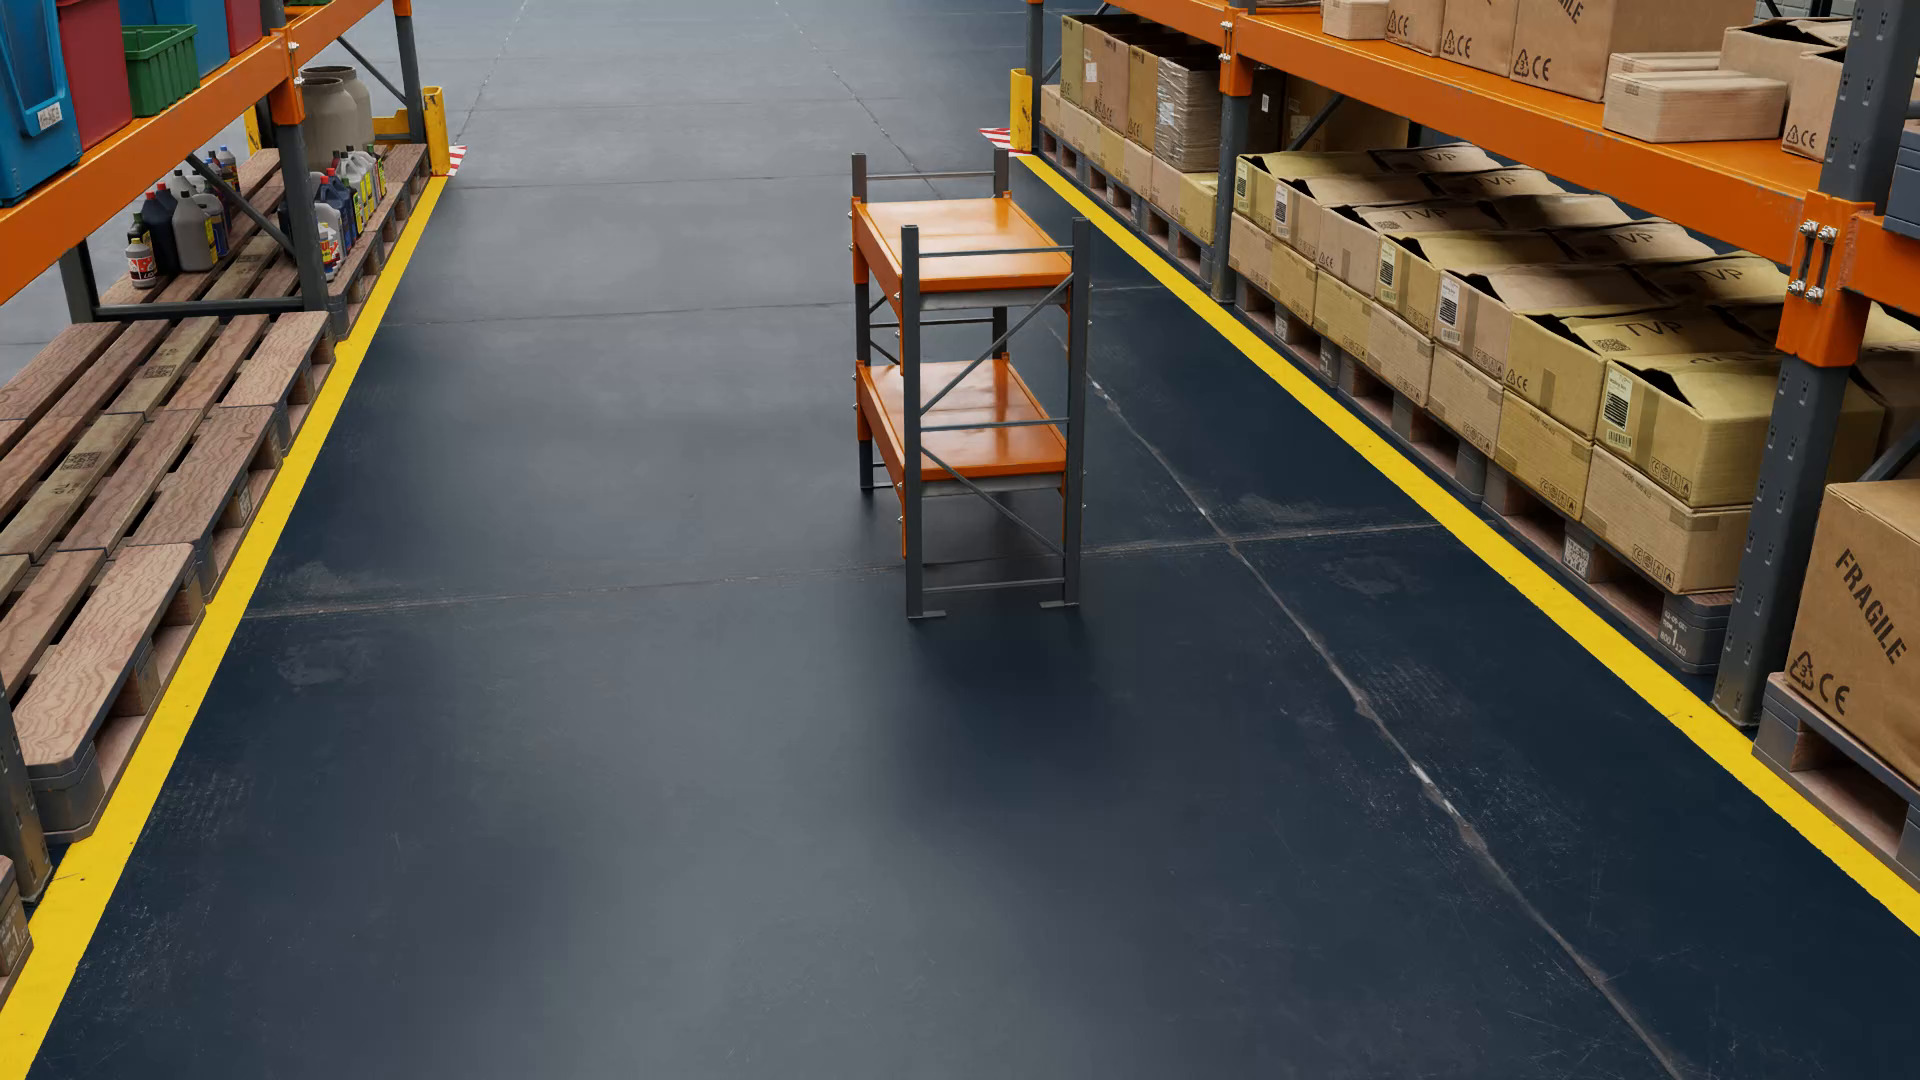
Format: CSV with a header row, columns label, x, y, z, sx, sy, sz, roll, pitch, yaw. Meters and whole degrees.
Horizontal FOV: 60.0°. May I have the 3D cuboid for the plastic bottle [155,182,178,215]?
label,x,y,z,sx,sy,sz,roll,pitch,yaw
plastic bottle,-3.619,-1.462,7.610,0.144,0.351,0.185,-6,24,-12

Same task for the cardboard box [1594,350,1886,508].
label,x,y,z,sx,sy,sz,roll,pitch,yaw
cardboard box,2.088,-0.336,4.482,0.500,0.311,0.500,-4,24,-8

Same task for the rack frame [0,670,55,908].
label,x,y,z,sx,sy,sz,roll,pitch,yaw
rack frame,-2.442,-0.594,2.861,1.000,3.000,0.127,-4,24,-10

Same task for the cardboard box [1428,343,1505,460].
label,x,y,z,sx,sy,sz,roll,pitch,yaw
cardboard box,1.901,-0.481,5.513,0.500,0.250,0.500,-4,24,-9

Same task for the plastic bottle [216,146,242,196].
label,x,y,z,sx,sy,sz,roll,pitch,yaw
plastic bottle,-3.892,-1.955,8.839,0.097,0.271,0.097,0,24,0

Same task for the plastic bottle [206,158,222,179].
label,x,y,z,sx,sy,sz,roll,pitch,yaw
plastic bottle,-3.829,-1.821,8.530,0.097,0.271,0.097,0,24,0

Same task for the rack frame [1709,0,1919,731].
label,x,y,z,sx,sy,sz,roll,pitch,yaw
rack frame,2.427,-0.959,3.697,1.000,3.000,0.127,-4,24,-10

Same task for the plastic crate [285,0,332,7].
label,x,y,z,sx,sy,sz,roll,pitch,yaw
plastic crate,-3.155,-2.625,7.777,0.450,0.188,0.662,-4,24,-10

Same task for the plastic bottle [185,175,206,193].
label,x,y,z,sx,sy,sz,roll,pitch,yaw
plastic bottle,-3.705,-1.619,8.063,0.152,0.276,0.135,-4,24,-9

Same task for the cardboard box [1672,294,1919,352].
label,x,y,z,sx,sy,sz,roll,pitch,yaw
cardboard box,2.513,-0.582,5.045,0.500,0.311,0.500,-5,24,-11

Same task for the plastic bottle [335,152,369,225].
label,x,y,z,sx,sy,sz,roll,pitch,yaw
plastic bottle,-3.036,-1.744,8.256,0.144,0.351,0.185,-4,24,-10

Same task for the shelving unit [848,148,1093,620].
label,x,y,z,sx,sy,sz,roll,pitch,yaw
shelving unit,0.001,-0.513,5.019,0.538,1.125,1.048,-4,24,-10

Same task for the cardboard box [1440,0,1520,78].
label,x,y,z,sx,sy,sz,roll,pitch,yaw
cardboard box,2.003,-1.870,5.660,0.500,0.500,0.500,-4,24,-10

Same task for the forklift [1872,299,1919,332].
label,x,y,z,sx,sy,sz,roll,pitch,yaw
forklift,4.652,-1.740,5.572,1.130,2.935,3.031,-5,24,-11

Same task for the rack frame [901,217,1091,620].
label,x,y,z,sx,sy,sz,roll,pitch,yaw
rack frame,0.095,-0.313,4.561,0.500,1.125,0.032,-4,24,-10

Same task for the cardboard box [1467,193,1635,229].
label,x,y,z,sx,sy,sz,roll,pitch,yaw
cardboard box,2.236,-1.183,6.420,0.500,0.311,0.500,-4,24,-10

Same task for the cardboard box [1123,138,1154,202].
label,x,y,z,sx,sy,sz,roll,pitch,yaw
cardboard box,1.197,-2.024,9.047,0.500,0.250,0.500,-4,24,-10

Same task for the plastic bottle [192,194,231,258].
label,x,y,z,sx,sy,sz,roll,pitch,yaw
plastic bottle,-3.478,-1.449,7.673,0.152,0.276,0.135,-4,24,-10

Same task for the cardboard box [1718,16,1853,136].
label,x,y,z,sx,sy,sz,roll,pitch,yaw
cardboard box,2.452,-1.284,4.554,0.500,0.311,0.500,-5,24,-10

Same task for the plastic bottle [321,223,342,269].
label,x,y,z,sx,sy,sz,roll,pitch,yaw
plastic bottle,-2.847,-1.324,7.480,0.097,0.201,0.097,0,24,0

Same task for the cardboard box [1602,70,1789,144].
label,x,y,z,sx,sy,sz,roll,pitch,yaw
cardboard box,1.989,-1.177,4.511,0.380,0.149,0.250,-4,24,-10

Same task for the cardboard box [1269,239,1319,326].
label,x,y,z,sx,sy,sz,roll,pitch,yaw
cardboard box,1.611,-1.086,6.900,0.500,0.250,0.500,-4,24,-8

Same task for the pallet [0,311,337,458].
label,x,y,z,sx,sy,sz,roll,pitch,yaw
pallet,-2.998,-0.583,6.321,1.003,0.211,1.213,-4,24,-10

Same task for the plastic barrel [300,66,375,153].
label,x,y,z,sx,sy,sz,roll,pitch,yaw
plastic barrel,-3.724,-2.539,9.900,0.421,0.512,0.421,0,24,0

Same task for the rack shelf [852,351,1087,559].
label,x,y,z,sx,sy,sz,roll,pitch,yaw
rack shelf,0.001,-0.289,5.117,0.538,0.278,1.000,-4,24,-10

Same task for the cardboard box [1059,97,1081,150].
label,x,y,z,sx,sy,sz,roll,pitch,yaw
cardboard box,0.924,-2.614,10.398,0.500,0.250,0.500,-4,24,-10

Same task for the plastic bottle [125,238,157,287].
label,x,y,z,sx,sy,sz,roll,pitch,yaw
plastic bottle,-3.555,-1.206,7.210,0.097,0.201,0.097,0,24,0

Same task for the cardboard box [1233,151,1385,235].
label,x,y,z,sx,sy,sz,roll,pitch,yaw
cardboard box,1.519,-1.541,7.240,0.500,0.311,0.500,-4,24,-10

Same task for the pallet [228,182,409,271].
label,x,y,z,sx,sy,sz,roll,pitch,yaw
pallet,-3.494,-1.637,8.735,1.003,0.211,1.213,-4,24,-10

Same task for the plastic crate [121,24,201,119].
label,x,y,z,sx,sy,sz,roll,pitch,yaw
plastic crate,-2.582,-1.406,4.986,0.450,0.188,0.662,-4,24,-10

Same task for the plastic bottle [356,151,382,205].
label,x,y,z,sx,sy,sz,roll,pitch,yaw
plastic bottle,-3.131,-1.903,8.712,0.152,0.276,0.135,-4,24,-9

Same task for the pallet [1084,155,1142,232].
label,x,y,z,sx,sy,sz,roll,pitch,yaw
pallet,1.352,-2.051,9.682,1.003,0.211,1.213,-4,24,-10

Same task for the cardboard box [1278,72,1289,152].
label,x,y,z,sx,sy,sz,roll,pitch,yaw
cardboard box,1.809,-2.210,8.536,0.500,0.500,0.500,-4,24,-10

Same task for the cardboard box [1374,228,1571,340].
label,x,y,z,sx,sy,sz,roll,pitch,yaw
cardboard box,1.804,-0.936,5.855,0.500,0.311,0.500,-4,24,-8

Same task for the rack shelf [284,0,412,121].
label,x,y,z,sx,sy,sz,roll,pitch,yaw
rack shelf,-3.551,-2.624,8.409,1.077,0.370,4.000,-4,24,-10

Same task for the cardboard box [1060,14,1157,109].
label,x,y,z,sx,sy,sz,roll,pitch,yaw
cardboard box,0.922,-2.958,10.248,0.500,0.500,0.500,-4,24,-10

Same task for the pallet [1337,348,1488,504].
label,x,y,z,sx,sy,sz,roll,pitch,yaw
pallet,2.091,-0.486,6.100,1.003,0.211,1.213,-4,24,-10

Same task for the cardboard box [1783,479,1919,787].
label,x,y,z,sx,sy,sz,roll,pitch,yaw
cardboard box,2.230,0.185,3.651,0.500,0.500,0.500,-3,24,-7

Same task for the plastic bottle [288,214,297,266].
label,x,y,z,sx,sy,sz,roll,pitch,yaw
plastic bottle,-3.001,-1.399,7.549,0.061,0.283,0.133,-4,24,-10

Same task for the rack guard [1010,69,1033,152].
label,x,y,z,sx,sy,sz,roll,pitch,yaw
rack guard,0.943,-2.969,11.424,1.175,0.500,0.348,-4,24,-10

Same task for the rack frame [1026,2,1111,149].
label,x,y,z,sx,sy,sz,roll,pitch,yaw
rack frame,0.947,-4.105,10.902,1.000,3.000,0.127,-4,24,-10

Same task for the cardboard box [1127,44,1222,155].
label,x,y,z,sx,sy,sz,roll,pitch,yaw
cardboard box,1.209,-2.368,8.899,0.500,0.500,0.500,-4,24,-10

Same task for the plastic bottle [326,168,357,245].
label,x,y,z,sx,sy,sz,roll,pitch,yaw
plastic bottle,-2.958,-1.577,7.873,0.144,0.351,0.185,-5,24,-12

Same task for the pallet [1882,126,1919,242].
label,x,y,z,sx,sy,sz,roll,pitch,yaw
pallet,2.621,-0.609,3.137,1.213,0.211,1.003,-4,24,-10
